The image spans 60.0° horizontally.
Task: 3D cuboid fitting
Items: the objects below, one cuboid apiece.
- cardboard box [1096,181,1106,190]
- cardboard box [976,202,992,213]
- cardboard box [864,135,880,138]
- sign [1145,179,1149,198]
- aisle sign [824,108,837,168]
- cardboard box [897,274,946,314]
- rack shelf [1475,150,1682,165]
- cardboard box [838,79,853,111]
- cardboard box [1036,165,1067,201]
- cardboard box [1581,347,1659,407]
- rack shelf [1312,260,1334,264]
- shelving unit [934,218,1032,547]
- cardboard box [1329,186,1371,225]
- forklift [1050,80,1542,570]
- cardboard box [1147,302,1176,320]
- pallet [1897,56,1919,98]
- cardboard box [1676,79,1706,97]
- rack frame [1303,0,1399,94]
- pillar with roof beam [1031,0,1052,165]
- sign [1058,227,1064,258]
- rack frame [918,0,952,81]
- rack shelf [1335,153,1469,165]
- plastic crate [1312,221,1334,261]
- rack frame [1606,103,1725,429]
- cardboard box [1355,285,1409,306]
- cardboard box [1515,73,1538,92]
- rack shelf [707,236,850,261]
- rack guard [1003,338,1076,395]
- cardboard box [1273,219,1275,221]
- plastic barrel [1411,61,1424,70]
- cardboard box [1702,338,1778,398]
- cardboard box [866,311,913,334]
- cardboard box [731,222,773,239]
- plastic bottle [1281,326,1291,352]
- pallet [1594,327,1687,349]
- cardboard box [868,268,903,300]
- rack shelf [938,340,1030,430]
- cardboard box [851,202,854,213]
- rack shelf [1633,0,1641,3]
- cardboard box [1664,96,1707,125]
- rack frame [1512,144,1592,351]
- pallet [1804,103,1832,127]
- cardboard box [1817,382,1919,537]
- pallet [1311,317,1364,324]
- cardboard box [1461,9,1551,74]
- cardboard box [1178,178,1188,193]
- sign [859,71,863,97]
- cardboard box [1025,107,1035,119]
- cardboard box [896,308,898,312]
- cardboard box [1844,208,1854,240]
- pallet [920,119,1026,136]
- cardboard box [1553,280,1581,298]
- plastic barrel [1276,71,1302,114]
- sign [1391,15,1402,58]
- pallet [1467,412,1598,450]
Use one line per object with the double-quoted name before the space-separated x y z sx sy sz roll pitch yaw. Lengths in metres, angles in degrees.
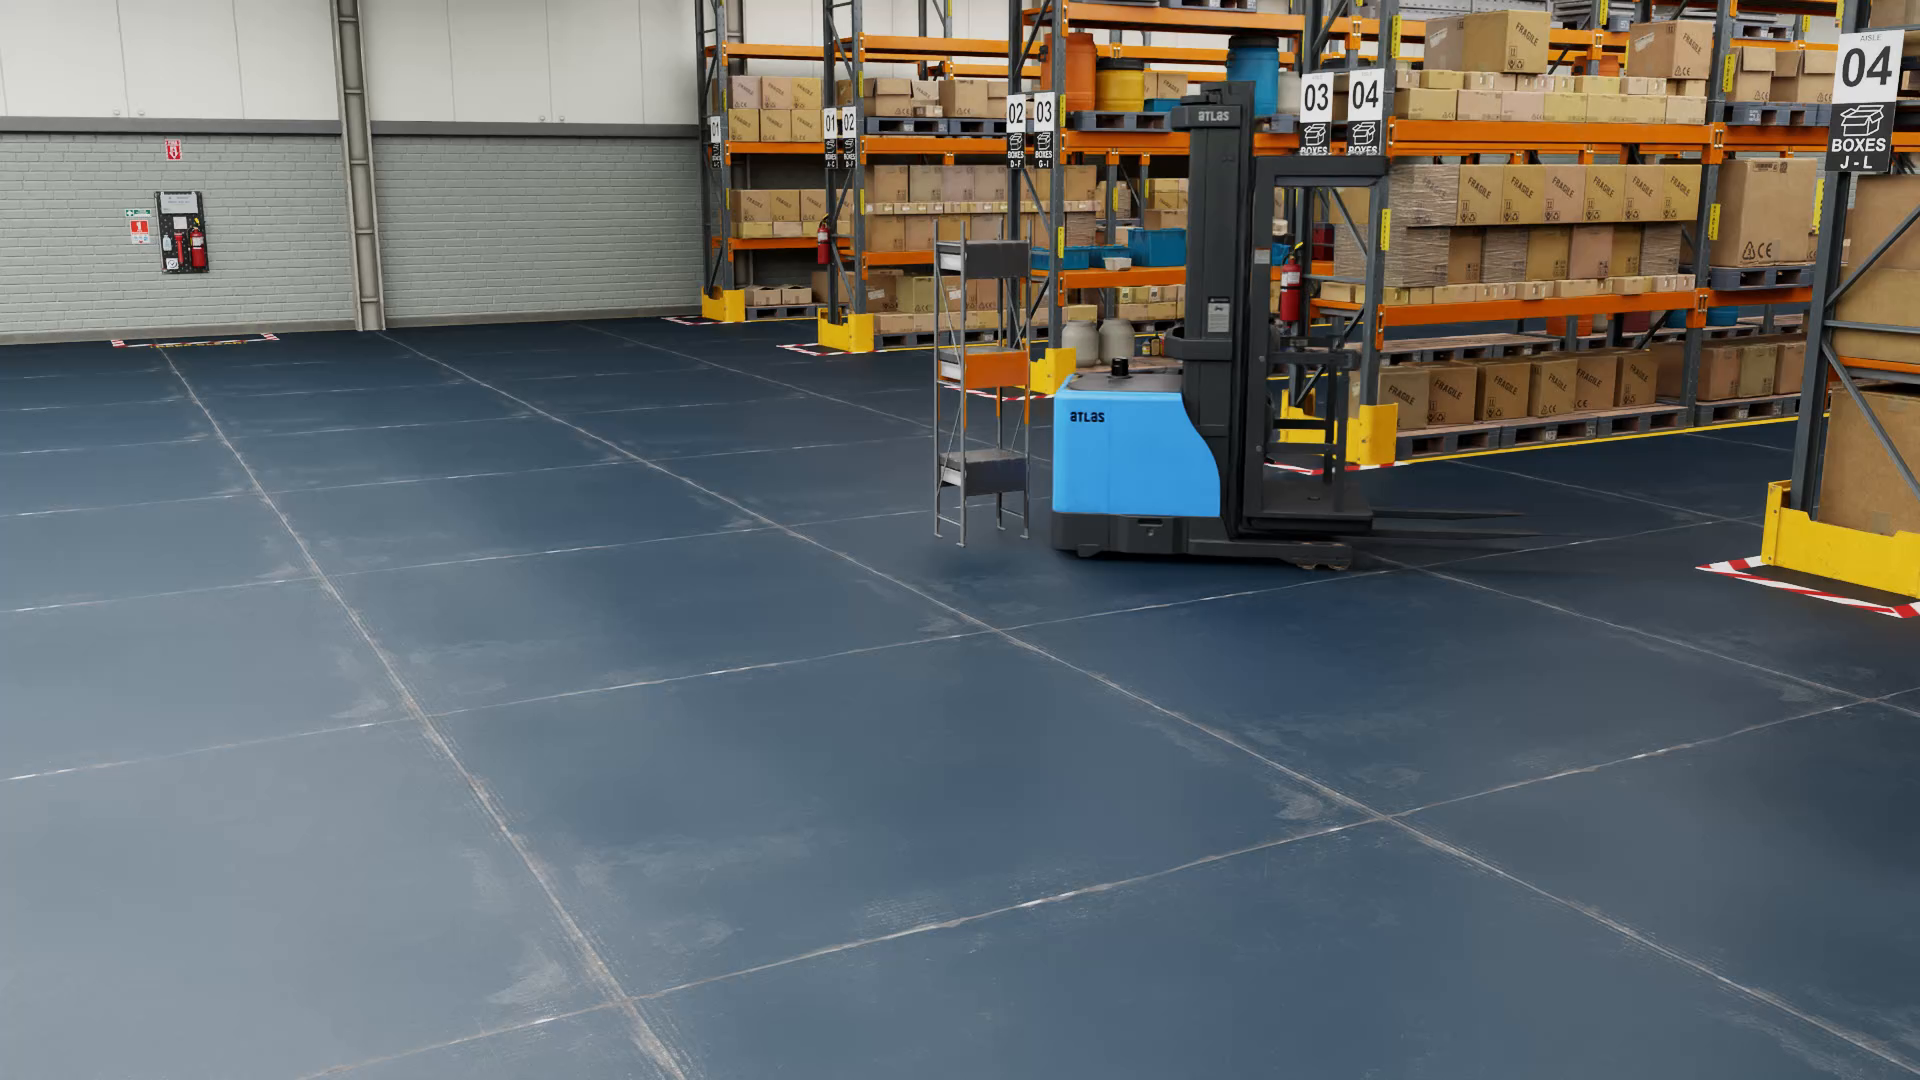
"cardboard box" 2.530 -6.409 30.047 0.250 0.149 0.380 -10 16 -37
"cardboard box" 0.246 -4.638 23.182 0.250 0.149 0.380 -7 14 -27
"cardboard box" -1.660 -6.792 27.350 0.500 0.500 0.500 -7 15 -30
"sign" 3.363 -6.330 29.949 0.005 0.325 0.100 -7 14 -28
"aisle sign" -1.749 -5.430 22.483 0.004 0.787 0.394 -7 14 -28
"cardboard box" -0.536 -3.408 23.017 0.500 0.500 0.500 -7 14 -28
"rack shelf" 10.737 -6.697 28.842 4.000 0.370 1.077 -7 14 -28
"cardboard box" -1.656 -7.275 27.221 0.500 0.500 0.500 -7 15 -30
"cardboard box" 1.131 -5.113 23.814 0.500 0.500 0.700 -7 14 -28
"cardboard box" 6.333 -1.574 16.008 0.500 0.500 0.500 -7 15 -30
"rack shelf" 6.086 -3.437 21.188 4.000 0.370 1.077 -7 14 -28
"shelving unit" 0.145 -1.042 10.956 0.503 2.100 0.431 -7 14 -28
"cardboard box" 3.557 -2.989 14.378 0.500 0.500 0.500 -7 14 -28
"forklift" 2.136 -1.367 10.506 3.031 2.935 1.130 2 13 8
"cardboard box" 2.882 -3.444 24.887 0.500 0.250 0.500 -6 14 -26
"pallet" 6.126 -2.736 9.804 1.213 0.211 1.003 -7 14 -28
"cardboard box" 6.557 -4.118 15.177 0.250 0.149 0.380 -6 14 -26
"rack frame" 3.192 -5.129 13.404 0.127 3.000 1.000 -7 14 -28
"pillar with roof beam" 3.601 -8.035 26.315 0.400 9.000 9.100 -7 14 -28
"sign" 1.079 -3.185 17.801 0.005 0.325 0.100 -7 14 -28
"rack frame" -0.417 -8.414 27.999 0.127 3.000 1.000 -7 14 -28
"rack shelf" 8.361 -7.651 33.082 4.000 0.370 1.077 -7 14 -28
"plastic crate" 4.609 -3.719 20.655 0.583 0.464 0.402 -7 14 -28
"rack frame" 6.703 -2.623 15.933 0.127 3.000 1.000 -7 14 -28
"cardboard box" 3.557 -2.064 14.019 0.250 0.149 0.380 -7 14 -28
"cardboard box" 4.703 -3.902 14.216 0.250 0.149 0.380 -8 15 -30
"rack shelf" -2.172 -4.925 27.802 4.000 0.370 1.077 -7 14 -28
"rack guard" 0.863 -1.954 18.654 0.348 0.500 1.175 -7 14 -28
"cardboard box" 5.781 -6.037 31.628 0.250 0.149 0.380 -7 14 -28
"plastic barrel" 5.821 -5.518 20.825 0.708 0.901 0.600 -7 14 -28
"cardboard box" 7.680 -1.725 16.634 0.500 0.500 0.700 -7 14 -28
"cardboard box" -0.974 -2.989 22.864 0.500 0.250 0.500 -7 14 -28
"cardboard box" -3.347 -4.993 26.758 0.500 0.250 0.500 -7 15 -29
"plastic bottle" 3.903 -2.377 19.869 0.185 0.351 0.144 -7 15 -29
"pallet" 9.583 -2.856 23.321 1.213 0.211 1.003 -7 14 -28
"cardboard box" -1.309 -4.365 28.364 0.500 0.500 0.500 -8 15 -32
"rack shelf" 0.145 -1.028 10.959 0.480 0.518 0.431 -7 14 -28
"cardboard box" -1.307 -4.554 22.807 0.250 0.149 0.380 -7 15 -29
"rack shelf" 4.948 -4.987 14.418 4.000 0.370 1.077 -7 14 -28
"cardboard box" 6.428 -3.915 15.183 0.500 0.250 0.500 -6 14 -26
"rack frame" 7.841 -3.998 22.044 0.127 3.000 1.000 -7 14 -28
"pallet" 8.205 -4.149 16.309 1.003 0.211 1.213 -7 14 -28
"cardboard box" 6.044 -0.488 10.329 0.875 0.875 0.875 -7 14 -28
"pallet" 6.144 -3.664 26.910 1.213 0.211 1.003 -7 14 -28
"cardboard box" 4.625 -4.208 14.098 0.500 0.500 0.500 -7 14 -28
"cardboard box" 4.088 -6.532 30.643 0.500 0.250 0.500 -7 14 -29
"sign" -1.290 -5.933 21.635 0.005 0.325 0.100 -7 14 -28
"cardboard box" 1.032 -5.967 23.256 0.250 0.149 0.380 -7 14 -28
"cardboard box" -0.789 -3.143 23.551 0.500 0.250 0.500 -7 14 -28
"cardboard box" 9.317 -3.155 17.112 0.500 0.500 0.700 -5 13 -20
"pallet" 0.154 -5.731 23.110 1.213 0.211 1.003 -7 14 -28
"cardboard box" 5.332 -2.266 14.919 0.250 0.149 0.380 -7 14 -28
"plastic barrel" 3.858 -5.293 19.753 0.421 0.512 0.421 0 13 0
"sign" 3.453 -3.988 13.173 0.005 0.325 0.100 -7 14 -28
"pallet" 5.059 -1.056 15.320 1.213 0.211 1.003 -7 14 -28
